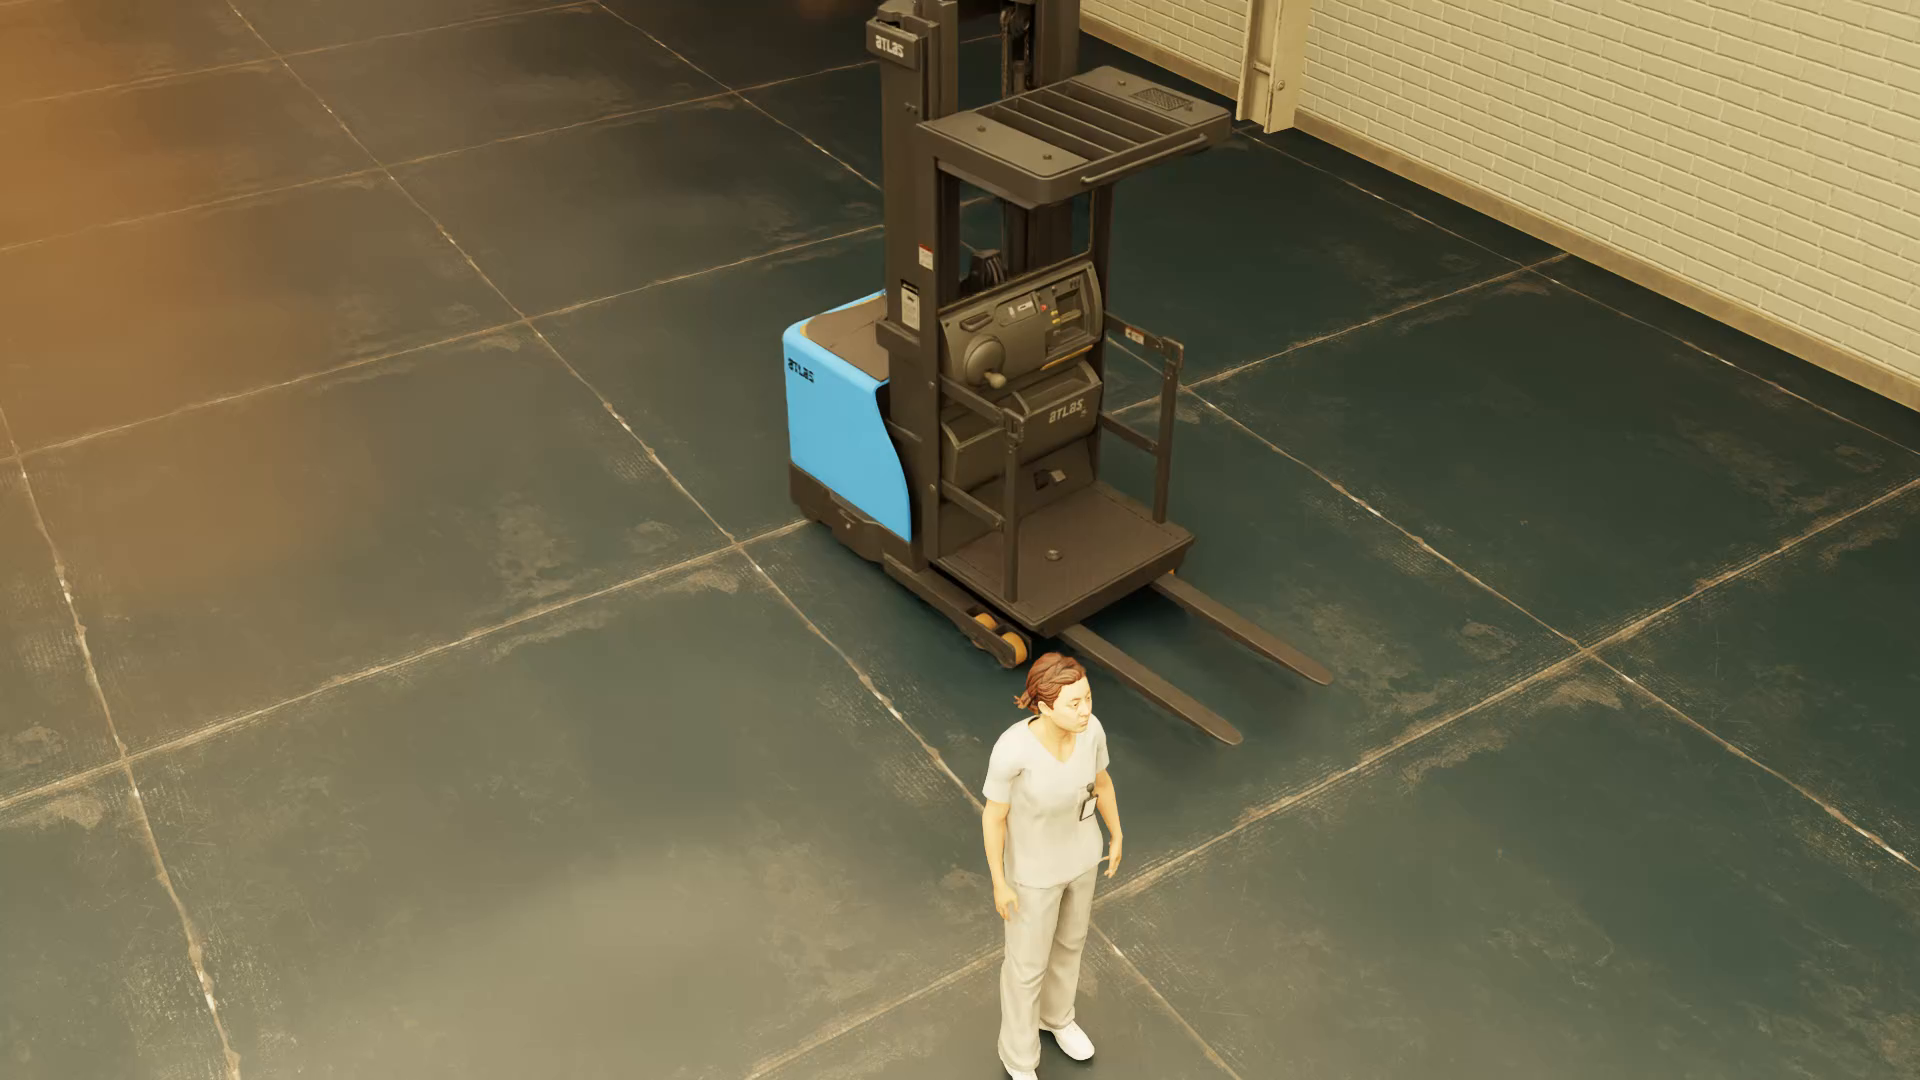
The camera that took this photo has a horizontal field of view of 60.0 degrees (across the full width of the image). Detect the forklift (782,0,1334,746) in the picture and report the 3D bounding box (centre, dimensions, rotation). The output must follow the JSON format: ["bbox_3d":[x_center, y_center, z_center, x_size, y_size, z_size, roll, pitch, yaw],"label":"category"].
[{"bbox_3d":[0.432,-0.927,7.467,1.130,2.935,3.031,-26,43,-32],"label":"forklift"}]

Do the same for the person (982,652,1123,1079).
[{"bbox_3d":[0.342,1.134,5.613,0.549,1.674,0.549,-20,40,-26],"label":"person"}]
